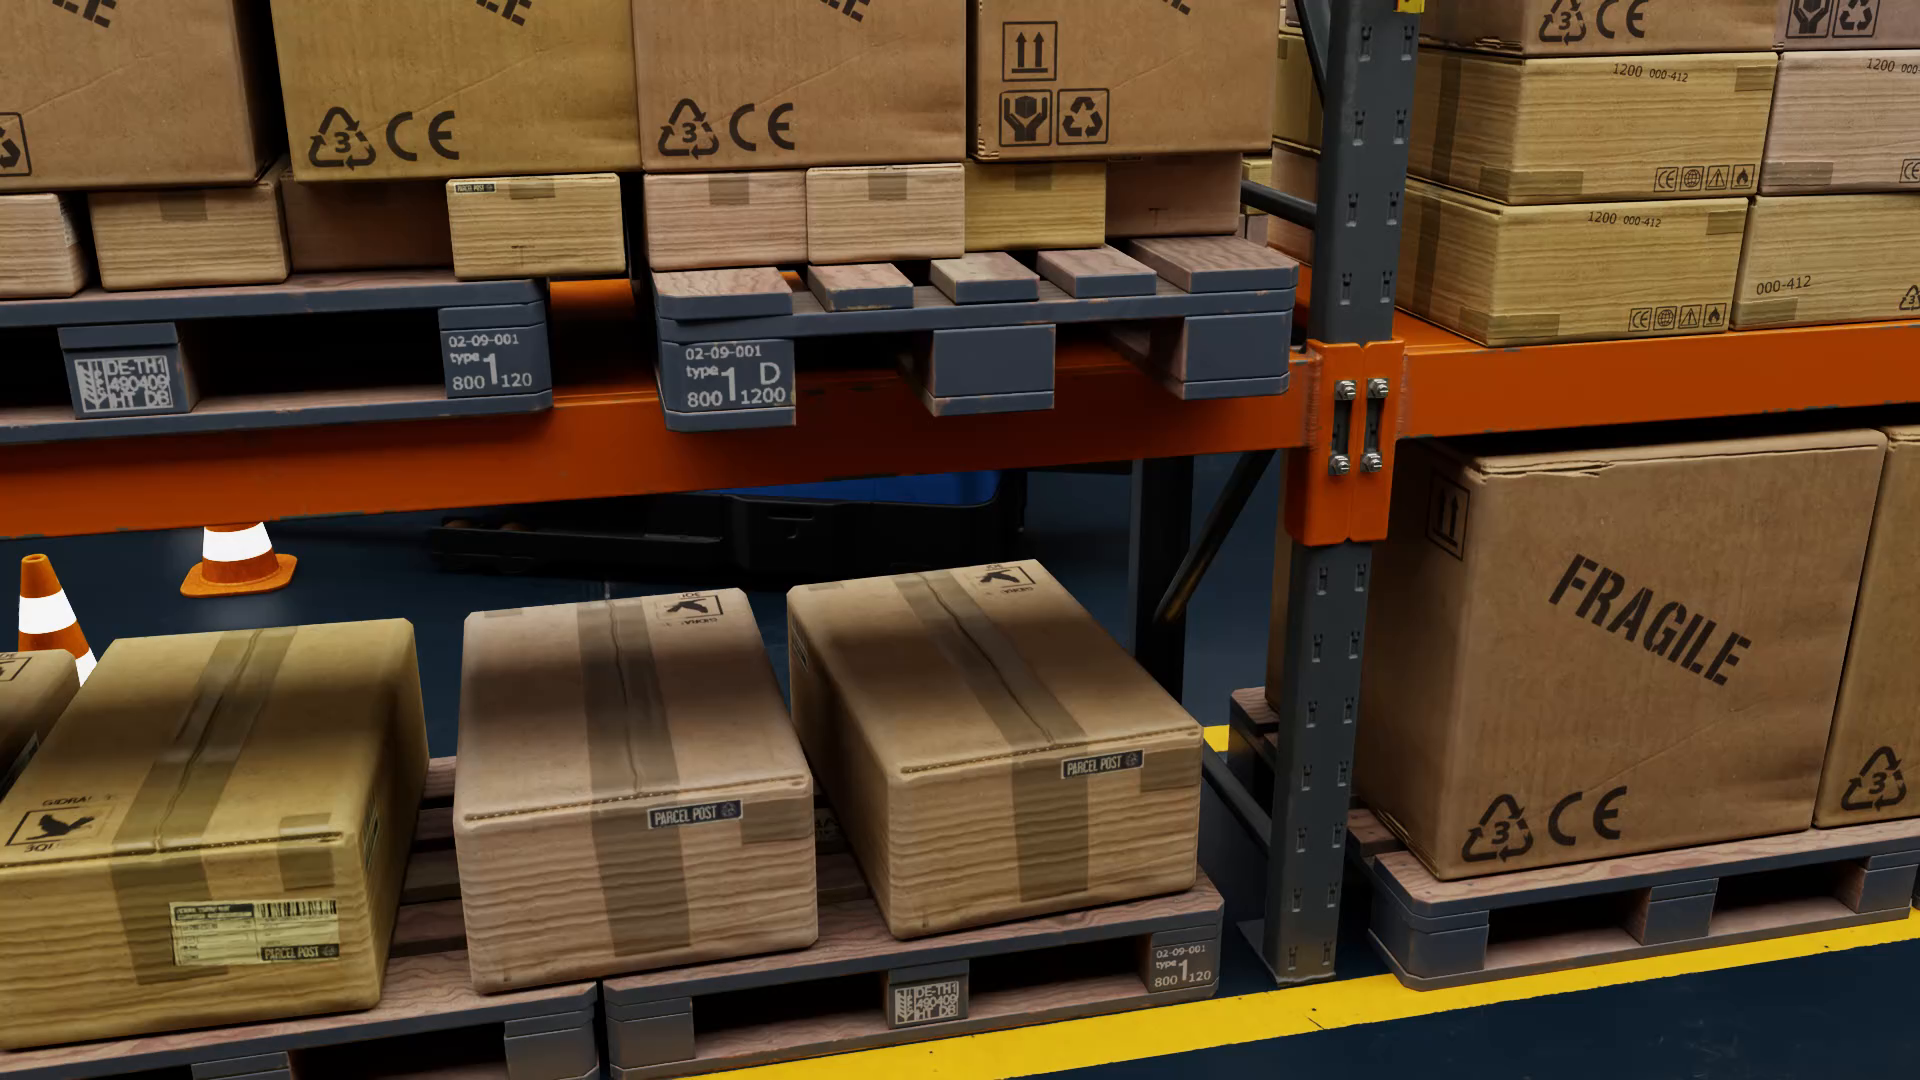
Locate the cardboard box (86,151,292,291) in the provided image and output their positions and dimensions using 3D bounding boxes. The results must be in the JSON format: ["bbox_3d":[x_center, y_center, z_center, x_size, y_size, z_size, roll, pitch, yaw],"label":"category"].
[{"bbox_3d":[-1.168,-0.502,2.580,0.250,0.149,0.380,-5,21,-14],"label":"cardboard box"}]

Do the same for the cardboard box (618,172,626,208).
[{"bbox_3d":[-0.605,-0.761,3.285,0.250,0.149,0.380,-5,21,-12],"label":"cardboard box"}]

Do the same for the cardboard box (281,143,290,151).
[{"bbox_3d":[-1.088,-0.680,3.065,0.250,0.149,0.380,-4,20,-10],"label":"cardboard box"}]

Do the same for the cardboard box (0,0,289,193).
[{"bbox_3d":[-1.315,-0.804,2.460,0.500,0.500,0.500,-6,21,-15],"label":"cardboard box"}]

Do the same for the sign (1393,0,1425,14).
[{"bbox_3d":[0.720,-1.003,2.623,0.005,0.325,0.100,-5,21,-12],"label":"sign"}]

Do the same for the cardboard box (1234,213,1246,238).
[{"bbox_3d":[1.083,-1.403,8.308,0.500,0.500,0.500,-5,21,-14],"label":"cardboard box"}]

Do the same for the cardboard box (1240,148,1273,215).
[{"bbox_3d":[1.560,-1.792,8.278,0.500,0.250,0.500,-6,21,-15],"label":"cardboard box"}]

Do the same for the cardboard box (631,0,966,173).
[{"bbox_3d":[-0.293,-0.887,2.687,0.500,0.500,0.500,-5,21,-13],"label":"cardboard box"}]

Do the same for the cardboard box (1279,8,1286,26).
[{"bbox_3d":[1.374,-2.499,8.030,0.250,0.149,0.380,-5,21,-14],"label":"cardboard box"}]

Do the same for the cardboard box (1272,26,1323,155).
[{"bbox_3d":[0.999,-0.965,3.579,0.500,0.250,0.500,-5,21,-13],"label":"cardboard box"}]

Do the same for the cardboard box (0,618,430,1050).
[{"bbox_3d":[-1.421,0.520,3.243,0.625,0.372,0.950,-4,20,-11],"label":"cardboard box"}]

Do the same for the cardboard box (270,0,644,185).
[{"bbox_3d":[-0.784,-0.847,2.577,0.500,0.500,0.500,-6,21,-16],"label":"cardboard box"}]

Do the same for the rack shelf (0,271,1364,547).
[{"bbox_3d":[-1.360,-0.181,2.994,4.000,0.370,1.077,-5,21,-12],"label":"rack shelf"}]

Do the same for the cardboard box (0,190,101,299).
[{"bbox_3d":[-1.421,-0.472,2.496,0.250,0.149,0.380,-4,20,-10],"label":"cardboard box"}]

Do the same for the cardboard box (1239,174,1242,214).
[{"bbox_3d":[1.054,-1.750,8.165,0.500,0.250,0.500,-4,21,-12],"label":"cardboard box"}]

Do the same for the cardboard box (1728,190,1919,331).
[{"bbox_3d":[1.616,-0.608,3.331,0.500,0.250,0.500,-5,21,-14],"label":"cardboard box"}]

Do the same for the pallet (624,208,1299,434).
[{"bbox_3d":[-0.083,-0.495,3.084,1.003,0.211,1.213,-5,21,-12],"label":"pallet"}]

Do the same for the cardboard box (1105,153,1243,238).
[{"bbox_3d":[0.321,-0.652,2.987,0.250,0.149,0.380,-4,20,-10],"label":"cardboard box"}]

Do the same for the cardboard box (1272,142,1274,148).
[{"bbox_3d":[1.447,-1.966,8.755,0.500,0.250,0.500,-4,20,-10],"label":"cardboard box"}]

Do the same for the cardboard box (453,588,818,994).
[{"bbox_3d":[-0.682,0.462,3.402,0.625,0.372,0.950,-5,21,-14],"label":"cardboard box"}]

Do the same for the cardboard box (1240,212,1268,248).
[{"bbox_3d":[1.580,-1.444,8.418,0.500,0.500,0.500,-5,21,-14],"label":"cardboard box"}]

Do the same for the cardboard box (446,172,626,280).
[{"bbox_3d":[-0.669,-0.527,2.648,0.250,0.149,0.380,-4,21,-12],"label":"cardboard box"}]

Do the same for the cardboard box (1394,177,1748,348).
[{"bbox_3d":[1.120,-0.561,3.204,0.500,0.250,0.500,-5,21,-13],"label":"cardboard box"}]

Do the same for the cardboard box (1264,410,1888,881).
[{"bbox_3d":[1.278,0.097,3.669,0.875,0.875,0.875,-5,21,-13],"label":"cardboard box"}]

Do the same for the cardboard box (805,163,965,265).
[{"bbox_3d":[-0.158,-0.571,2.768,0.250,0.149,0.380,-5,21,-13],"label":"cardboard box"}]

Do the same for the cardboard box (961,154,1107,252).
[{"bbox_3d":[0.077,-0.606,2.863,0.250,0.149,0.380,-4,21,-12],"label":"cardboard box"}]

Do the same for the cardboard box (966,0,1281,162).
[{"bbox_3d":[0.208,-0.932,2.809,0.500,0.500,0.500,-5,21,-14],"label":"cardboard box"}]

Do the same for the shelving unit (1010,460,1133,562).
[{"bbox_3d":[0.442,-0.955,5.370,0.503,2.100,0.431,2,20,7],"label":"shelving unit"}]

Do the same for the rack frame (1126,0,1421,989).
[{"bbox_3d":[0.586,-0.677,3.302,0.127,3.000,1.000,-5,21,-12],"label":"rack frame"}]

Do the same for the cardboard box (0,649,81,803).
[{"bbox_3d":[-2.098,0.576,3.092,0.625,0.372,0.950,-3,20,-9],"label":"cardboard box"}]

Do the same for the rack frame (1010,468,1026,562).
[{"bbox_3d":[0.200,-0.966,5.399,0.015,2.100,0.400,2,20,7],"label":"rack frame"}]

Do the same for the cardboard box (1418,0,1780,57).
[{"bbox_3d":[1.122,-1.151,2.996,0.500,0.500,0.500,-5,21,-14],"label":"cardboard box"}]

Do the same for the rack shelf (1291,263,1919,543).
[{"bbox_3d":[2.533,-0.498,3.858,4.000,0.370,1.077,-5,21,-12],"label":"rack shelf"}]

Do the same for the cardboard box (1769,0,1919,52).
[{"bbox_3d":[1.603,-1.193,3.112,0.500,0.500,0.500,-5,21,-12],"label":"cardboard box"}]

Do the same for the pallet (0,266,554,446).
[{"bbox_3d":[-1.331,-0.417,2.870,1.213,0.211,1.003,-5,21,-12],"label":"pallet"}]

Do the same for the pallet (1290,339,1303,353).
[{"bbox_3d":[1.295,-1.173,8.711,1.213,0.211,1.003,-5,21,-12],"label":"pallet"}]

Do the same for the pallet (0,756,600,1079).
[{"bbox_3d":[-1.359,0.789,3.354,1.213,0.211,1.003,-5,21,-12],"label":"pallet"}]

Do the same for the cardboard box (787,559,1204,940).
[{"bbox_3d":[0.034,0.401,3.569,0.625,0.372,0.950,-6,21,-16],"label":"cardboard box"}]

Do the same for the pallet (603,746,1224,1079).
[{"bbox_3d":[-0.175,0.694,3.614,1.213,0.211,1.003,-5,21,-12],"label":"pallet"}]

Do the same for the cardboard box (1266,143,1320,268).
[{"bbox_3d":[1.019,-0.734,3.674,0.500,0.250,0.500,-5,21,-14],"label":"cardboard box"}]

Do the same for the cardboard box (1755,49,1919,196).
[{"bbox_3d":[1.639,-0.839,3.236,0.500,0.250,0.500,-4,21,-11],"label":"cardboard box"}]

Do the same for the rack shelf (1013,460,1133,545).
[{"bbox_3d":[0.442,-0.285,5.615,0.480,0.518,0.431,2,20,7],"label":"rack shelf"}]

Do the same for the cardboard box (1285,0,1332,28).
[{"bbox_3d":[1.029,-1.322,3.464,0.500,0.500,0.500,-5,21,-14],"label":"cardboard box"}]

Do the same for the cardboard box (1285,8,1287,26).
[{"bbox_3d":[1.634,-2.520,8.088,0.250,0.149,0.380,-4,20,-10],"label":"cardboard box"}]

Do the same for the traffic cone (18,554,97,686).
[{"bbox_3d":[-2.422,0.264,4.421,0.334,0.463,0.336,-5,21,-12],"label":"traffic cone"}]

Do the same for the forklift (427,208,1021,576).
[{"bbox_3d":[-1.317,-1.439,5.482,3.031,2.935,1.130,3,20,8],"label":"forklift"}]

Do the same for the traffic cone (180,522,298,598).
[{"bbox_3d":[-2.370,-0.094,5.398,0.334,0.463,0.336,-5,21,-12],"label":"traffic cone"}]

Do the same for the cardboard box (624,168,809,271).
[{"bbox_3d":[-0.405,-0.554,2.721,0.250,0.149,0.380,-6,21,-15],"label":"cardboard box"}]

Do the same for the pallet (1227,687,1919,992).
[{"bbox_3d":[1.371,0.595,3.883,1.213,0.211,1.003,-5,21,-12],"label":"pallet"}]

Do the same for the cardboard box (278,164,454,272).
[{"bbox_3d":[-0.943,-0.550,2.709,0.250,0.149,0.380,-4,21,-12],"label":"cardboard box"}]

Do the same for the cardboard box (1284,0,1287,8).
[{"bbox_3d":[1.618,-2.658,8.033,0.250,0.149,0.380,-5,21,-12],"label":"cardboard box"}]

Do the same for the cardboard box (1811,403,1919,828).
[{"bbox_3d":[2.147,0.027,3.857,0.875,0.875,0.875,-4,21,-12],"label":"cardboard box"}]

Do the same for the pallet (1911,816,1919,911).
[{"bbox_3d":[2.556,0.500,4.143,1.213,0.211,1.003,-5,21,-12],"label":"pallet"}]

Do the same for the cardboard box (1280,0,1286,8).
[{"bbox_3d":[1.380,-2.641,7.986,0.250,0.149,0.380,-4,20,-11],"label":"cardboard box"}]

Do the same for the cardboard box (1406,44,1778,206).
[{"bbox_3d":[1.136,-0.799,3.126,0.500,0.250,0.500,-5,21,-13],"label":"cardboard box"}]
